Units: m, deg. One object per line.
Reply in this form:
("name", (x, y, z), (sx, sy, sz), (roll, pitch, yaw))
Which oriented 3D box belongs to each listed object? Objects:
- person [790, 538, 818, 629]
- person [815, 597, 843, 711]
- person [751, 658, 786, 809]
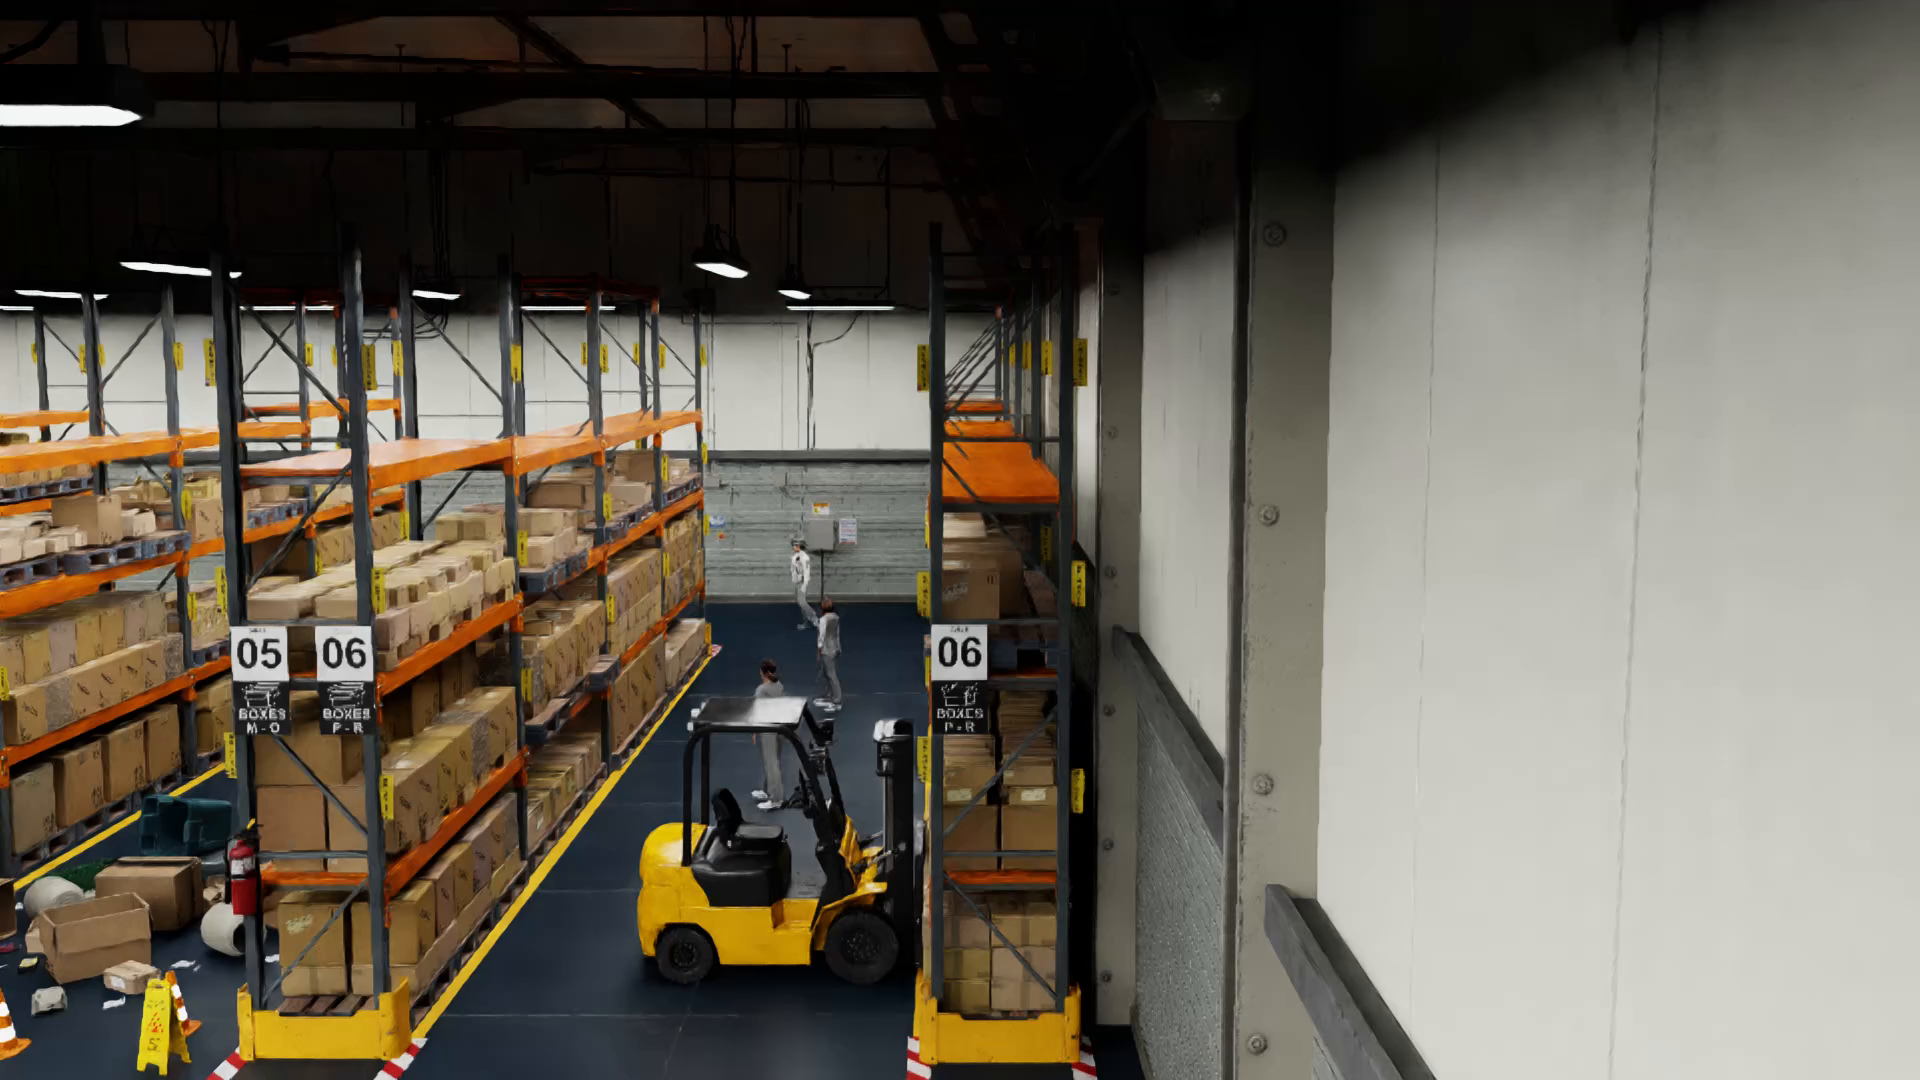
("person", (-2.853, 0.795, 30.360), (0.449, 1.654, 0.623), (-4, 8, -29))
("person", (-1.882, 1.601, 23.704), (0.530, 1.587, 0.540), (3, 7, 23))
("person", (-2.159, 2.141, 18.734), (0.581, 1.666, 0.532), (4, 8, 30))
